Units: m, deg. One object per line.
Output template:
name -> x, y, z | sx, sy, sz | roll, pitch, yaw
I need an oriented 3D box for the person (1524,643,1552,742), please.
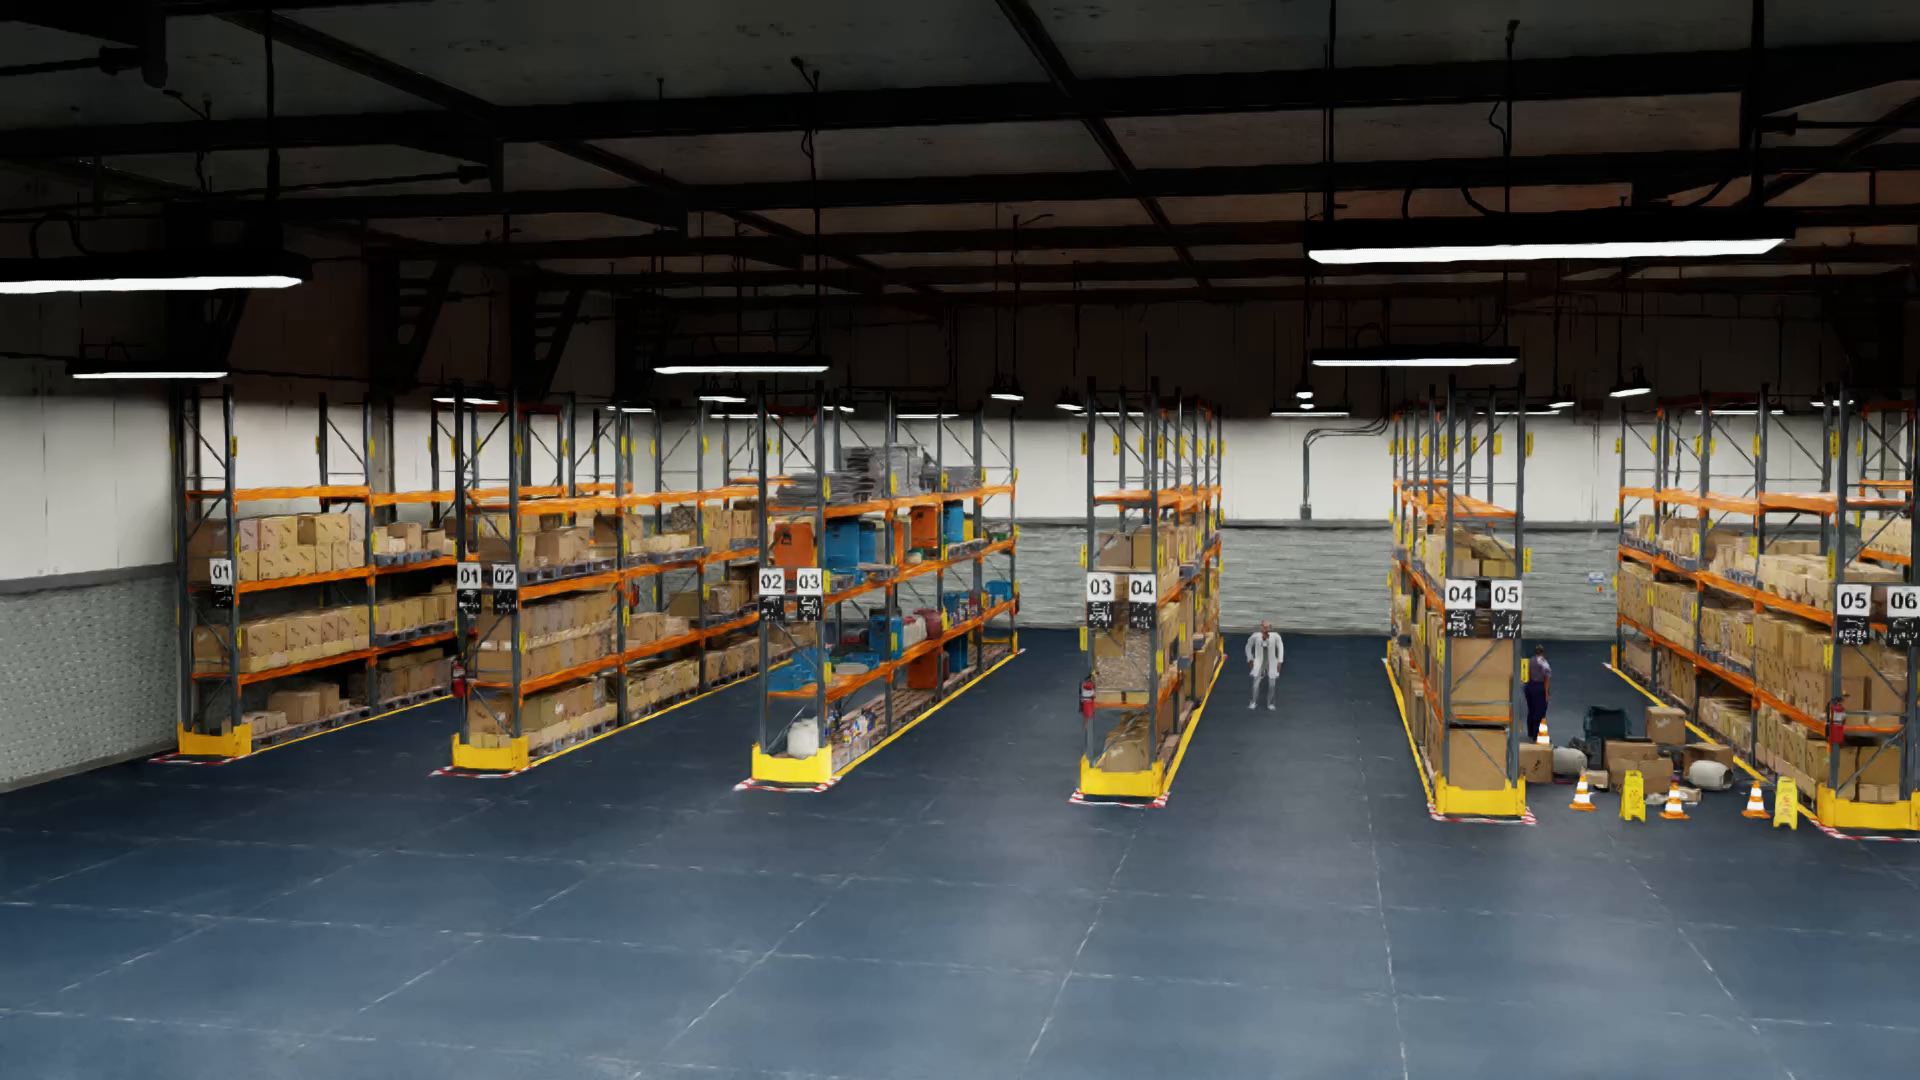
person -> 9.868, 2.589, 28.320 | 0.424, 1.637, 0.526 | -1, 3, -19

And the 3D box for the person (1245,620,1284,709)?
person -> 5.803, 2.378, 31.689 | 0.729, 1.712, 0.546 | 1, 3, 11
